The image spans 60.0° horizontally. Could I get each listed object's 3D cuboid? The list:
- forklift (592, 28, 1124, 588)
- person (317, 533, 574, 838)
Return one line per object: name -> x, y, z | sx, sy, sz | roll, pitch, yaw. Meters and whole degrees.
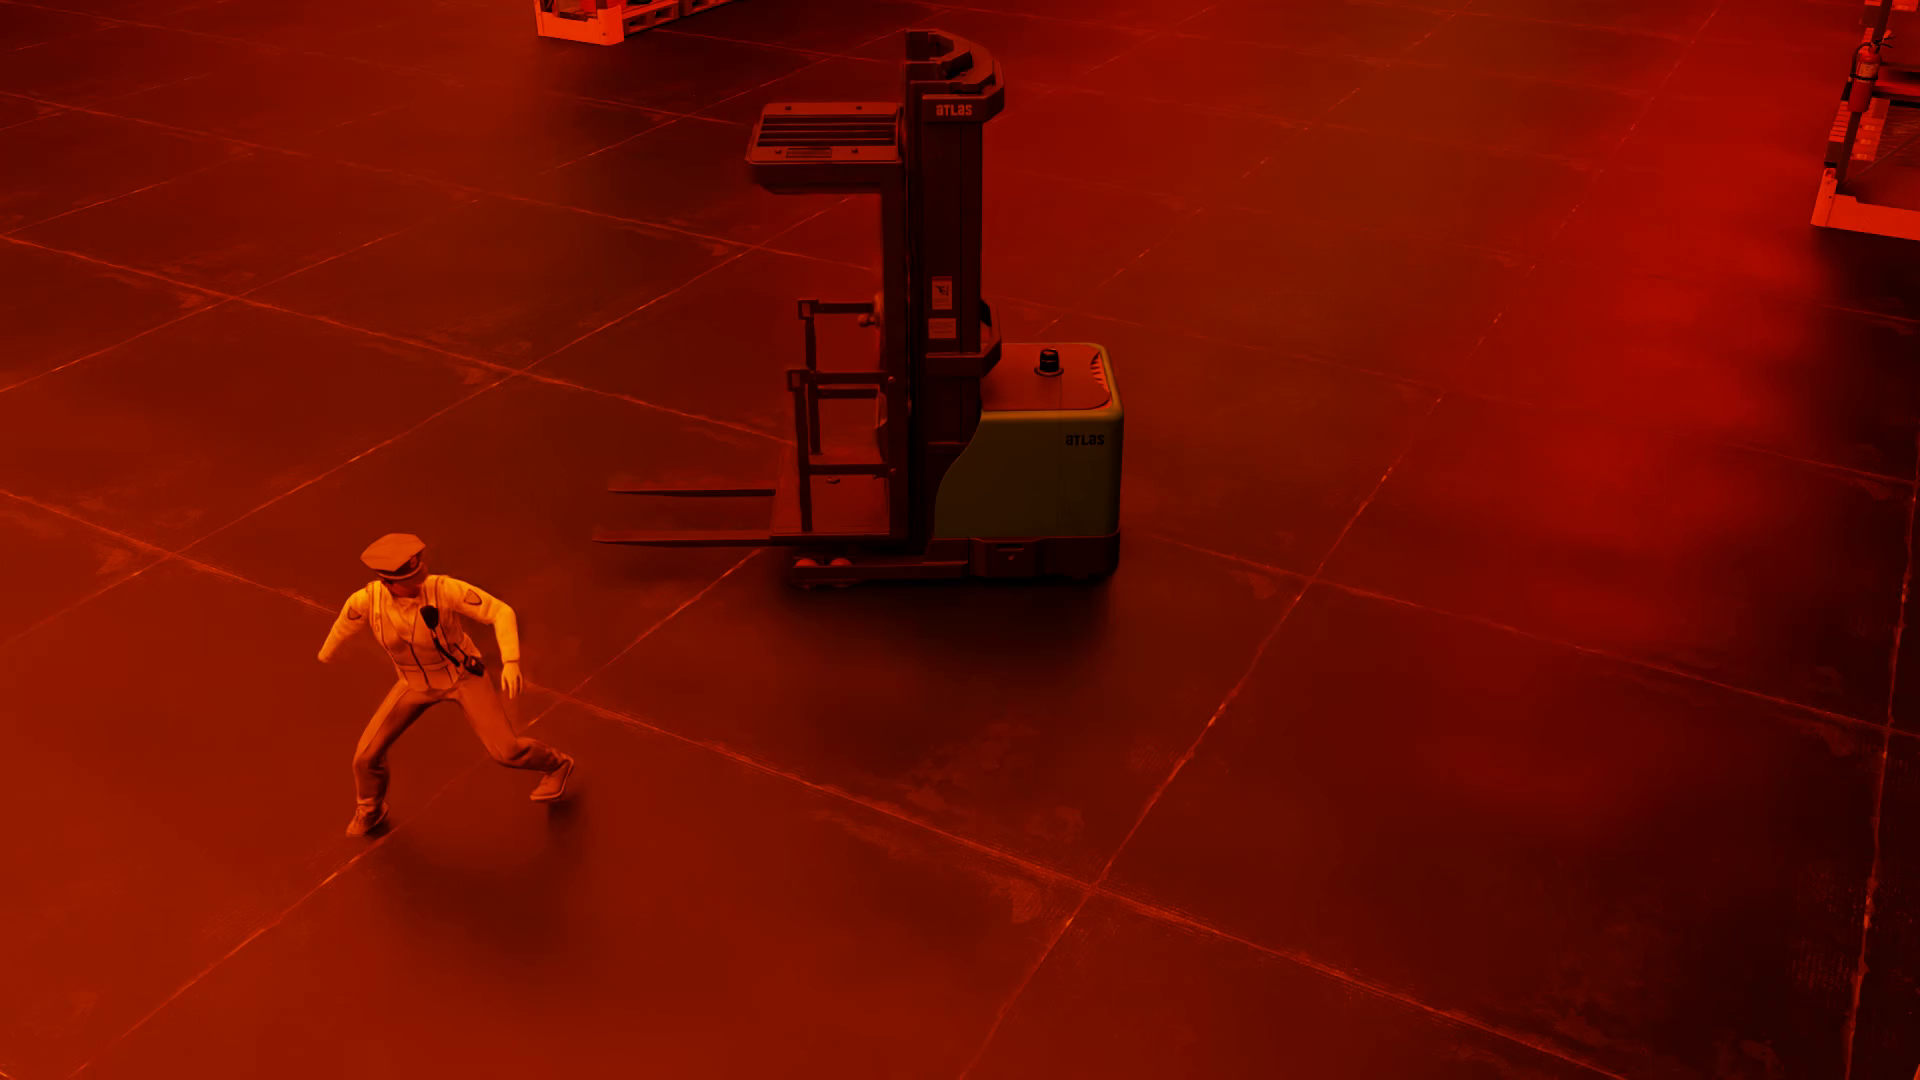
forklift -> -0.610, -1.261, 9.256 | 3.031, 2.935, 1.130 | -1, 30, -1
person -> -2.398, 0.657, 7.431 | 1.094, 1.580, 0.526 | 3, 30, 5
